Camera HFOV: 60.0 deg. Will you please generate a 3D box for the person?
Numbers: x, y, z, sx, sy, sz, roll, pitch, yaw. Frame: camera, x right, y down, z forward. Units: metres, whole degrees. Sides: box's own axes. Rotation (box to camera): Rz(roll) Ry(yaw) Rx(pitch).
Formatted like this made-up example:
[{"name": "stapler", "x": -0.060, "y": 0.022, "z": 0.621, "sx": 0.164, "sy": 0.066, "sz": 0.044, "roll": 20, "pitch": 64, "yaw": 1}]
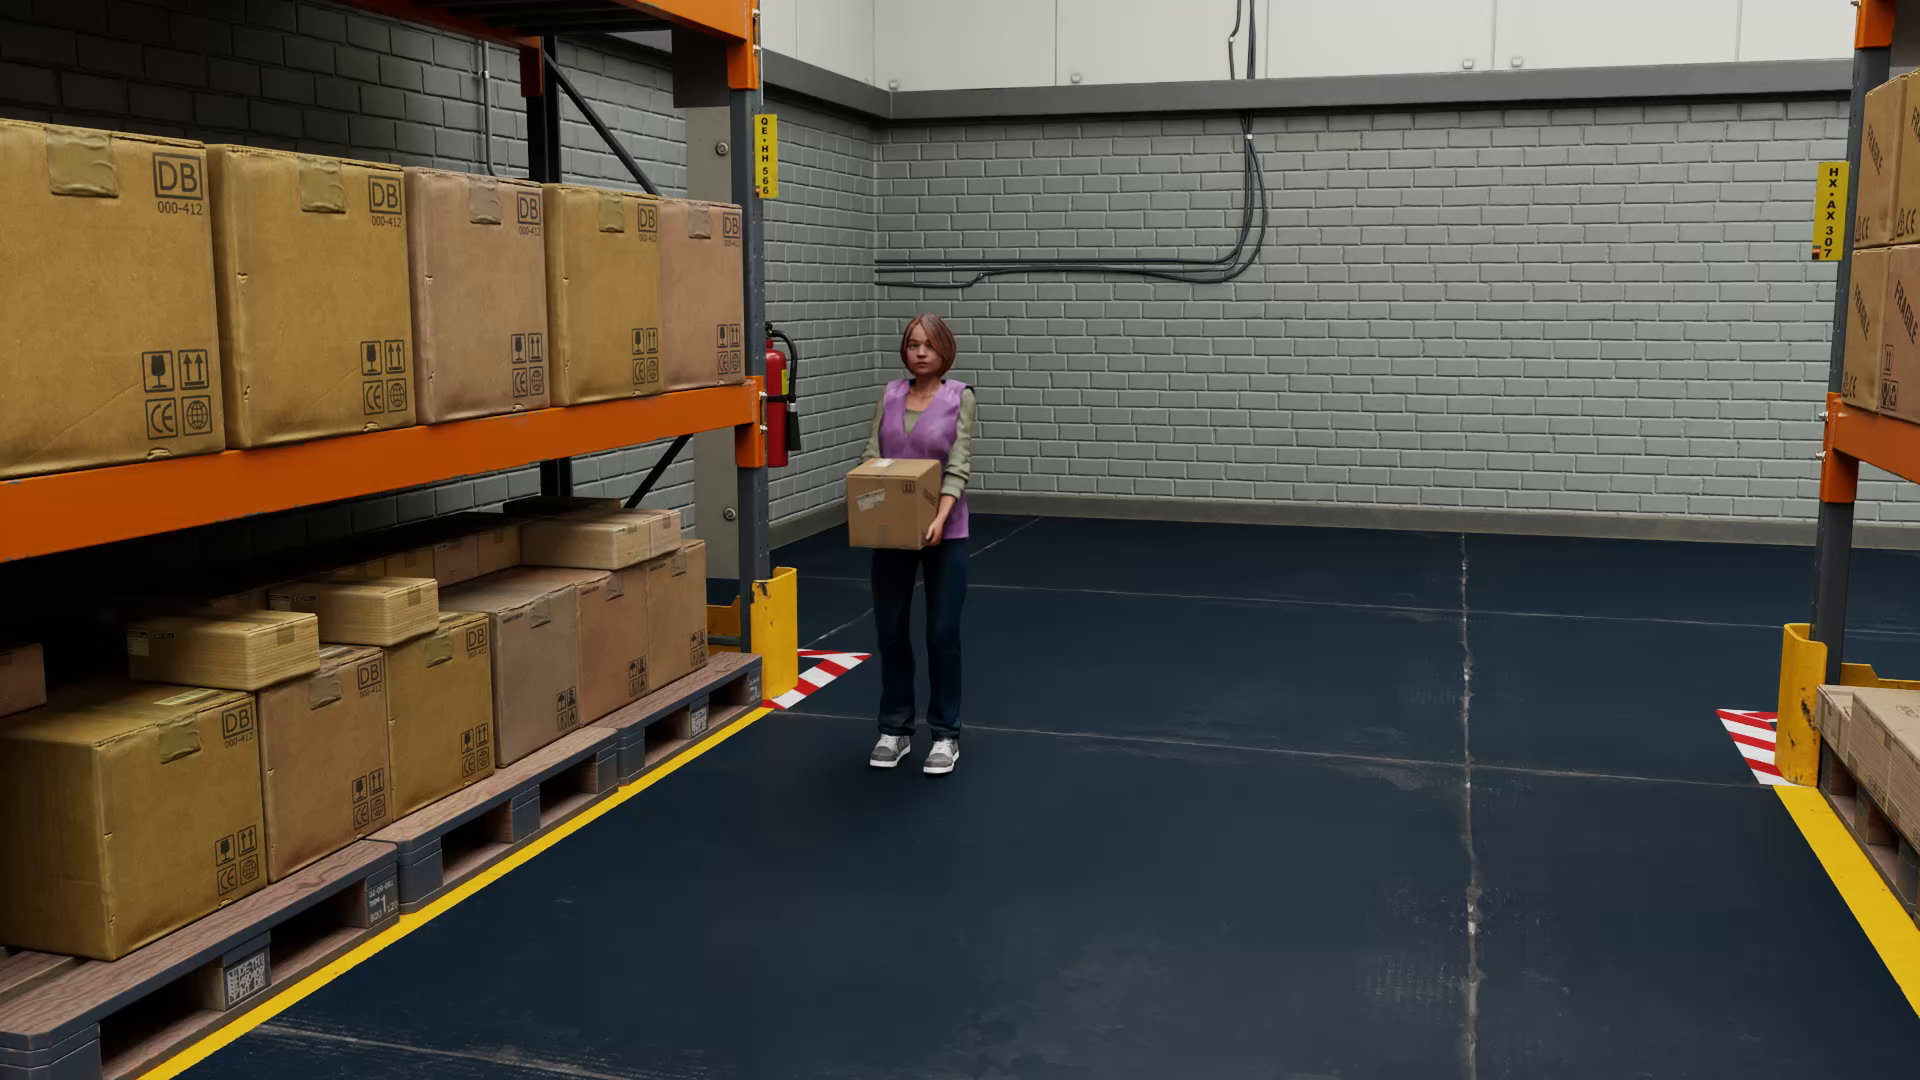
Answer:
[{"name": "person", "x": -0.162, "y": 0.023, "z": 5.769, "sx": 0.404, "sy": 1.588, "sz": 0.490, "roll": 3, "pitch": 9, "yaw": 17}]
